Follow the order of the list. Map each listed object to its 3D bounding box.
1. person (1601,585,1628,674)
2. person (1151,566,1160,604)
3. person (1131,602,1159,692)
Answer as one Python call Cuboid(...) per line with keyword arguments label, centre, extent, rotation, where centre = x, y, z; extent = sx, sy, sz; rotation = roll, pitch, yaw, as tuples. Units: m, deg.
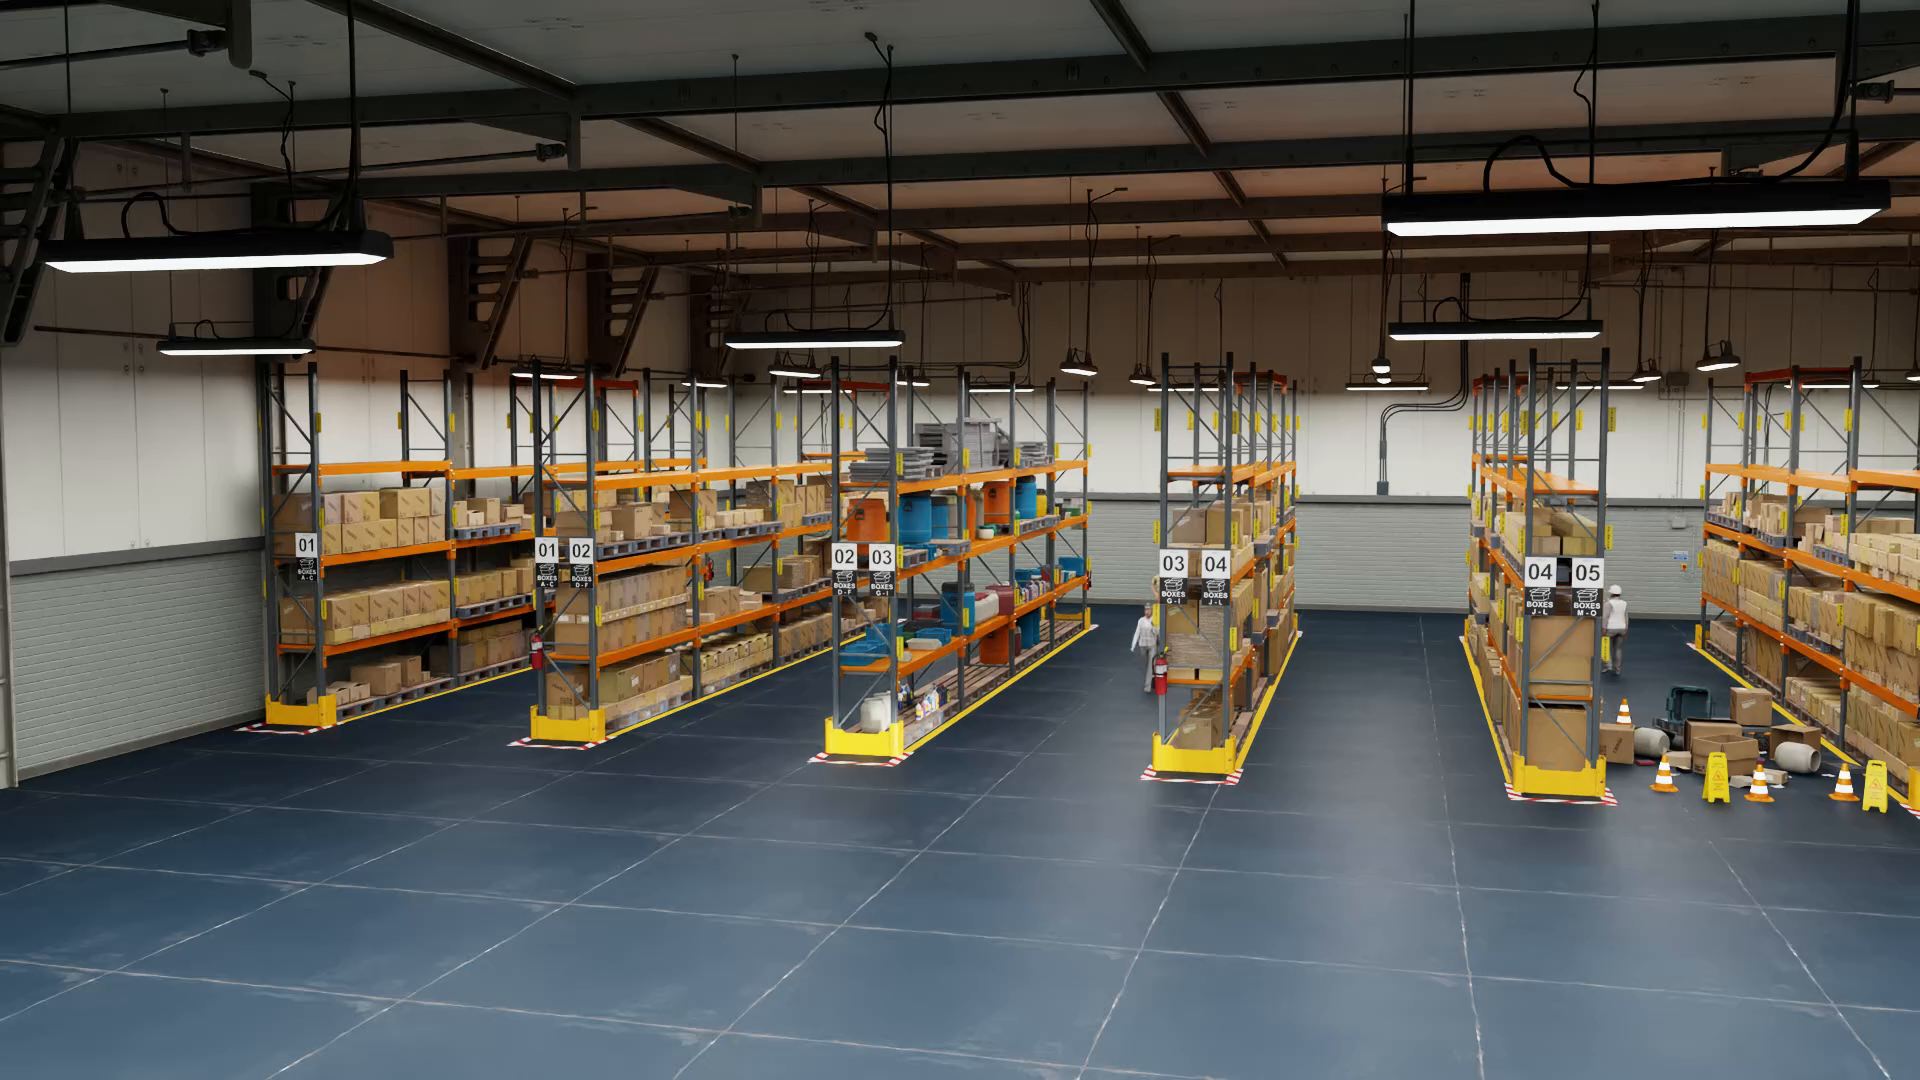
Cuboid(label="person", centre=(13.047, 1.798, 33.172), extent=(0.567, 1.806, 0.385), rotation=(-1, 4, -13))
Cuboid(label="person", centre=(4.955, 1.380, 40.330), extent=(0.611, 1.579, 0.683), rotation=(2, 4, 22))
Cuboid(label="person", centre=(3.503, 1.975, 31.104), extent=(0.546, 1.615, 1.034), rotation=(1, 4, 17))
